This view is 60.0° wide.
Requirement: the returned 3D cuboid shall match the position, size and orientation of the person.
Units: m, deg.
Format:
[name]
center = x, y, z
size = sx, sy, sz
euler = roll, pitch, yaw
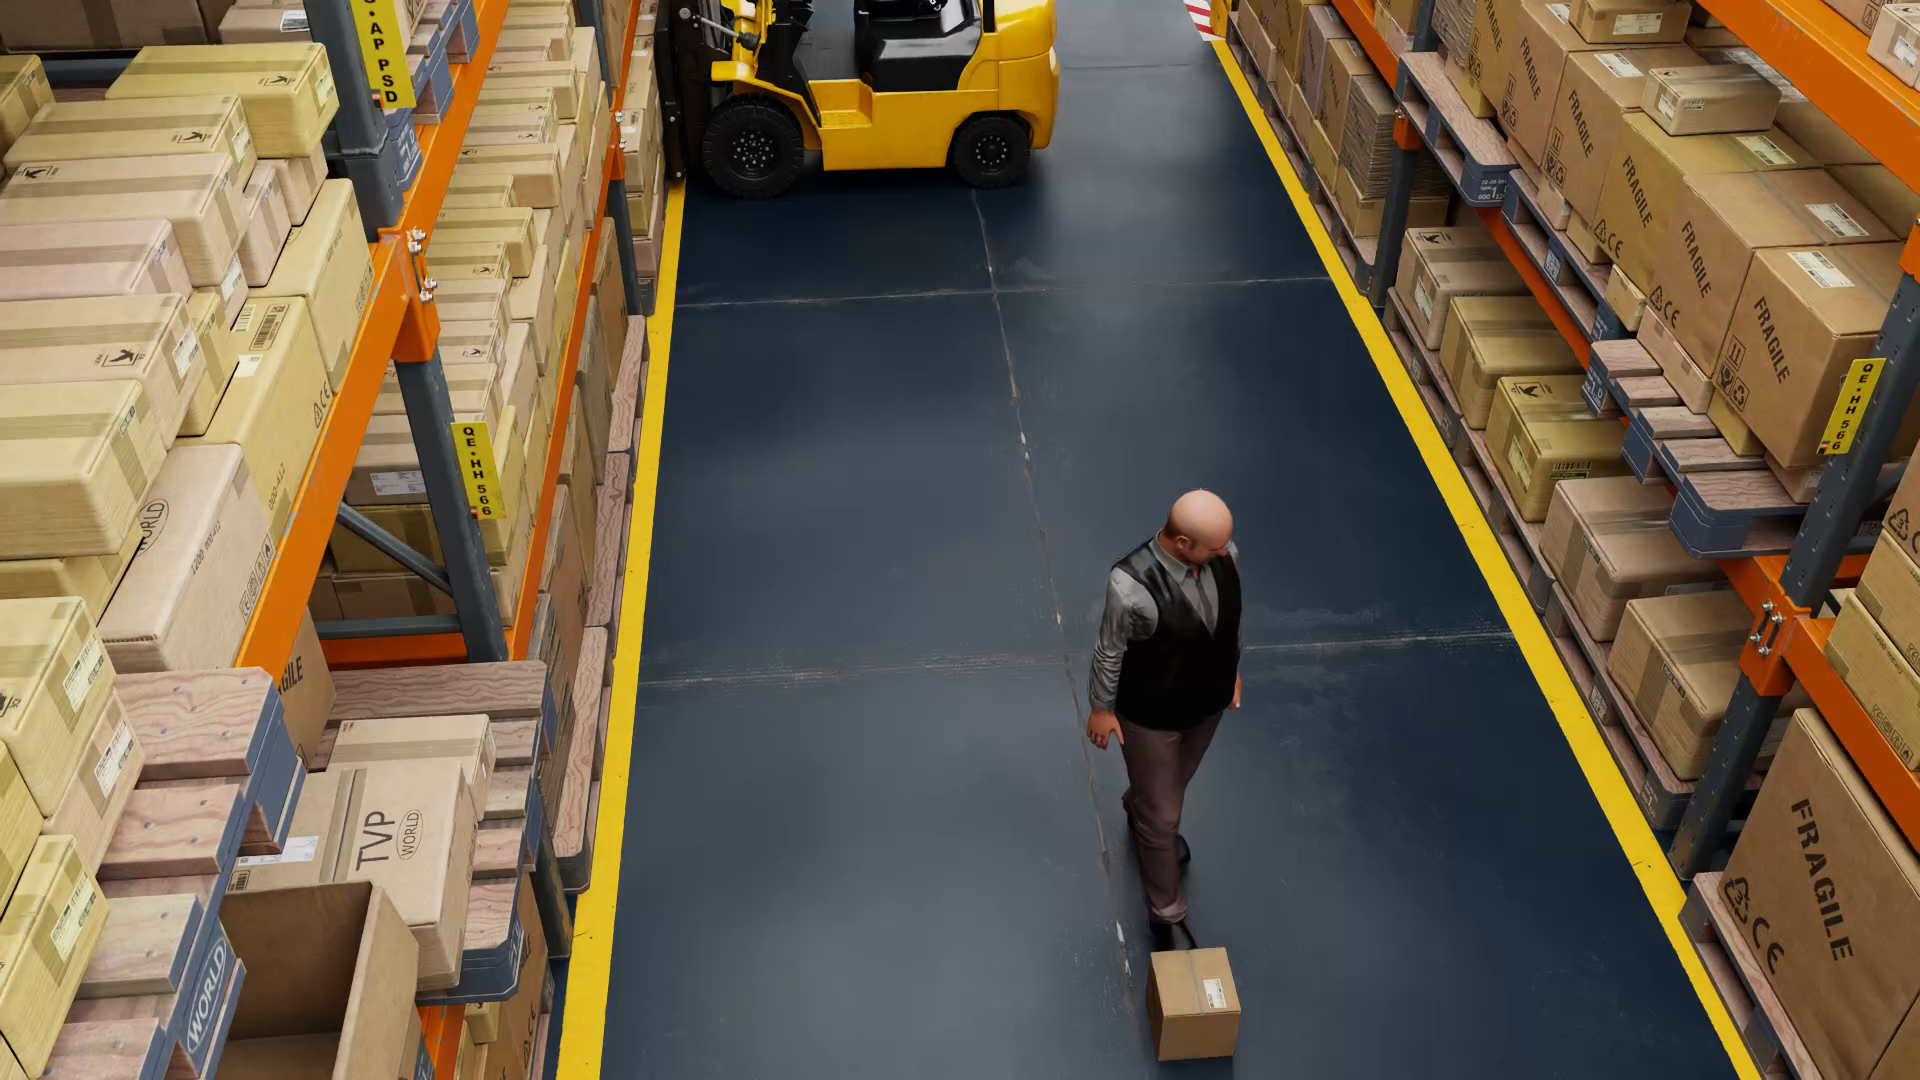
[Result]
[person]
center = 0.767, 0.577, 5.436
size = 0.573, 1.696, 0.715
euler = -24, 45, -27
